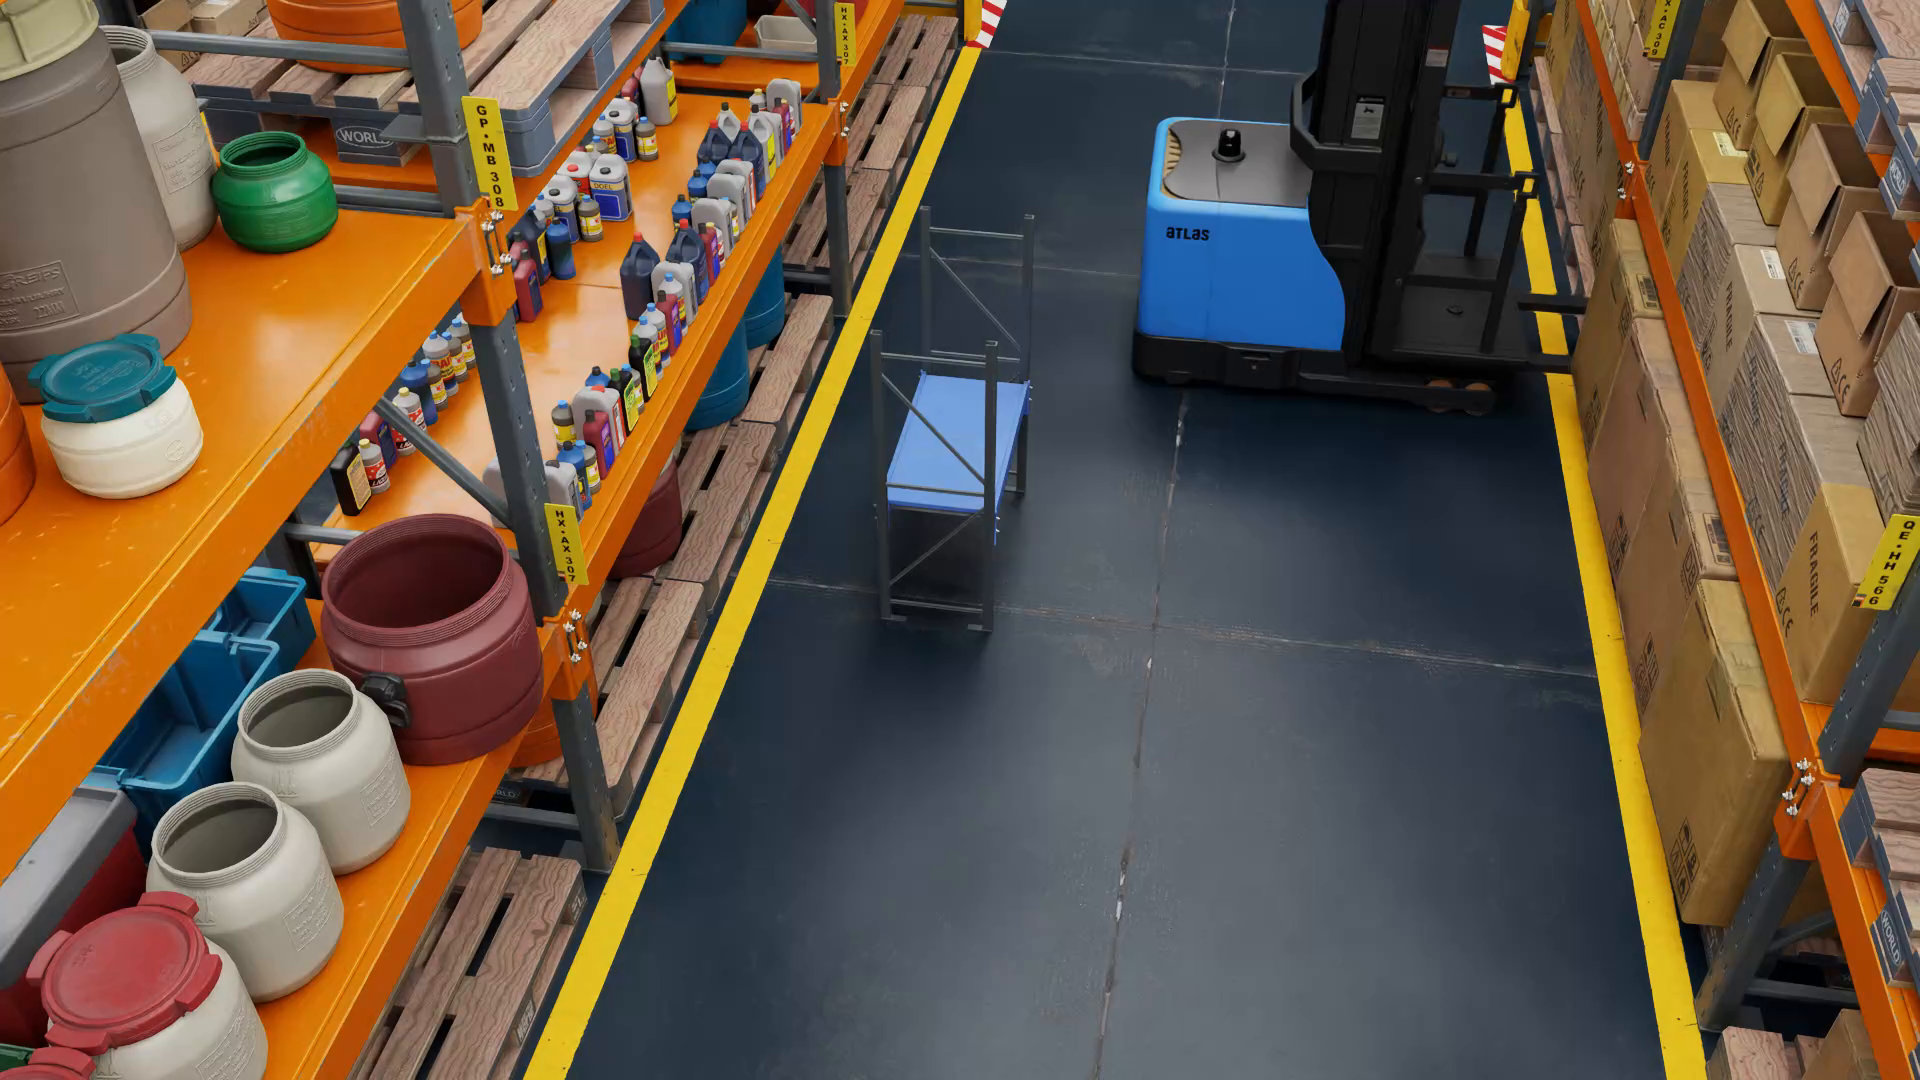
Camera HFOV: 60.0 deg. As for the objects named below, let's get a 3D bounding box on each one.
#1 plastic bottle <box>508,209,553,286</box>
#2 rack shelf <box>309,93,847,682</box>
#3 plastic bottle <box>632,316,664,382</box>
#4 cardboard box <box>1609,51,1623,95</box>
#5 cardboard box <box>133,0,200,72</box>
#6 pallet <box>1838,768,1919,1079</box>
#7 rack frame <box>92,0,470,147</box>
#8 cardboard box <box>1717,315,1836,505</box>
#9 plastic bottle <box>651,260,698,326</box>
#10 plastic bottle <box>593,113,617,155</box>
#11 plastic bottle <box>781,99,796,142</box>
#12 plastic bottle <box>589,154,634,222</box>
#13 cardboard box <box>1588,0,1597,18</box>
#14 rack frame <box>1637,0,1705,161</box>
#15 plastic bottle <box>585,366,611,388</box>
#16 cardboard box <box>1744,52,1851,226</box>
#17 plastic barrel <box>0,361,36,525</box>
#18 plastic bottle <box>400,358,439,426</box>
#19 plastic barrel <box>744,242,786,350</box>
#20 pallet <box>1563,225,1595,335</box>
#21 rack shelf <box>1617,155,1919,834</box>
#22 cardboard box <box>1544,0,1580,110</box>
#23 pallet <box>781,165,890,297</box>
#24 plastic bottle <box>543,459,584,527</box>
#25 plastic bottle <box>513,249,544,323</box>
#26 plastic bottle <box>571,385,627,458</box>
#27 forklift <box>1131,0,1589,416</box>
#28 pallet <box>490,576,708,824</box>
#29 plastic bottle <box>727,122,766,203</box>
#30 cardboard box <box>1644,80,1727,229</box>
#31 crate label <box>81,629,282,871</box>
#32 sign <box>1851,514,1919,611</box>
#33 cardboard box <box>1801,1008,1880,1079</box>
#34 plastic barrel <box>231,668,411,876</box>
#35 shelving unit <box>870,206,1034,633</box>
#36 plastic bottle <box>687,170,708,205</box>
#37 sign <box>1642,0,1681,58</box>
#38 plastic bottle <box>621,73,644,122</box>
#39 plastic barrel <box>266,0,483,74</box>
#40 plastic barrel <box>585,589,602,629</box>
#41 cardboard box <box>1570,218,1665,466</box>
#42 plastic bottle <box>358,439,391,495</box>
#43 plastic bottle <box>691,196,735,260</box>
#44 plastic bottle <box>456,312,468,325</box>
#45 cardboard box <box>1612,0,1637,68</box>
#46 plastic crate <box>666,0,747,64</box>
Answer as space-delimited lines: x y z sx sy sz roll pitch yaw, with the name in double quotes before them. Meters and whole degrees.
"plastic bottle" -1.836 -1.272 7.069 0.144 0.351 0.185 6 40 8
"rack shelf" -1.461 -0.955 7.213 1.077 0.370 4.000 6 40 8
"plastic bottle" -1.224 -0.752 6.504 0.097 0.271 0.097 0 40 0
"cardboard box" 3.582 -2.395 8.587 0.380 0.149 0.250 6 40 7
"cardboard box" -5.673 -3.423 11.247 0.797 0.503 0.637 6 40 8
"pallet" 3.053 1.102 4.311 1.213 0.211 1.003 6 40 8
"rack frame" -1.807 -2.289 3.554 1.000 3.000 0.127 6 40 8
"cardboard box" 3.091 -0.445 5.953 0.500 0.500 0.500 5 40 6
"plastic bottle" -1.174 -1.036 6.843 0.152 0.276 0.135 6 40 8
"plastic bottle" -1.681 -1.890 7.880 0.097 0.271 0.097 0 40 0
"plastic bottle" -0.858 -2.052 8.131 0.097 0.201 0.097 0 40 0
"plastic bottle" -1.581 -1.594 7.518 0.152 0.276 0.135 6 40 8
"cardboard box" 3.761 -3.038 9.365 0.380 0.149 0.250 7 40 8
"rack frame" 3.763 -1.942 7.841 1.000 3.000 0.127 6 40 8
"plastic bottle" -1.347 -0.530 6.235 0.097 0.271 0.097 0 40 0
"cardboard box" 3.531 -1.535 6.484 0.797 0.503 0.637 7 40 8
"plastic barrel" -2.276 -0.397 3.282 0.600 0.830 0.708 6 40 8
"plastic bottle" -2.046 -0.566 6.278 0.097 0.271 0.097 0 40 0
"plastic barrel" -1.226 -1.501 8.626 0.600 0.901 0.708 6 40 8
"pallet" 3.972 -1.335 9.296 1.003 0.211 1.213 6 40 8
"rack shelf" 3.417 -0.409 6.552 1.077 0.370 4.000 6 40 8
"cardboard box" 4.424 -3.384 10.924 0.875 0.875 0.875 6 40 8
"pallet" -1.026 -1.879 9.954 1.003 0.211 1.213 6 40 8
"plastic bottle" -1.414 -0.165 5.790 0.152 0.276 0.135 6 40 8
"plastic bottle" -1.786 -1.051 6.855 0.061 0.283 0.133 6 40 8
"plastic bottle" -1.334 -0.456 6.141 0.152 0.276 0.135 6 40 8
"forklift" 2.476 -2.140 8.135 3.031 2.935 1.130 5 40 7
"pallet" -1.712 0.598 6.958 1.003 0.211 1.213 6 40 8
"plastic bottle" -0.984 -1.740 7.636 0.144 0.351 0.185 6 40 8
"cardboard box" 3.437 -1.719 7.493 0.500 0.500 0.500 7 40 8
"crate label" -2.245 0.603 4.736 0.502 0.435 0.616 6 40 8
"sign" 2.524 0.063 4.507 0.100 0.325 0.005 6 40 8
"cardboard box" 2.975 1.785 4.950 0.700 0.500 0.500 4 40 5
"plastic barrel" -1.775 0.649 4.620 0.421 0.512 0.421 0 40 0
"shelving unit" -0.015 -0.524 7.304 0.538 1.500 1.048 6 40 8
"plastic bottle" -1.165 -1.527 7.441 0.097 0.271 0.097 0 40 0
"sign" 3.216 -2.366 7.613 0.100 0.325 0.005 6 40 8
"plastic bottle" -1.622 -2.176 8.216 0.061 0.283 0.133 6 40 8
"plastic barrel" -1.706 -1.817 4.669 0.600 0.830 0.708 6 40 8
"plastic barrel" -1.730 0.146 6.938 0.421 0.512 0.421 0 40 0
"cardboard box" 3.672 -0.881 7.896 1.225 0.875 0.875 7 40 8
"plastic bottle" -2.119 -0.272 5.978 0.097 0.201 0.097 0 40 0
"plastic bottle" -1.079 -1.381 7.261 0.152 0.276 0.135 6 40 8
"plastic bottle" -1.962 -0.845 6.670 0.097 0.201 0.097 0 40 0
"cardboard box" 3.668 -2.629 8.557 0.500 0.250 0.500 8 40 9
"plastic crate" -1.370 -2.835 8.888 0.392 0.384 0.575 6 40 8
